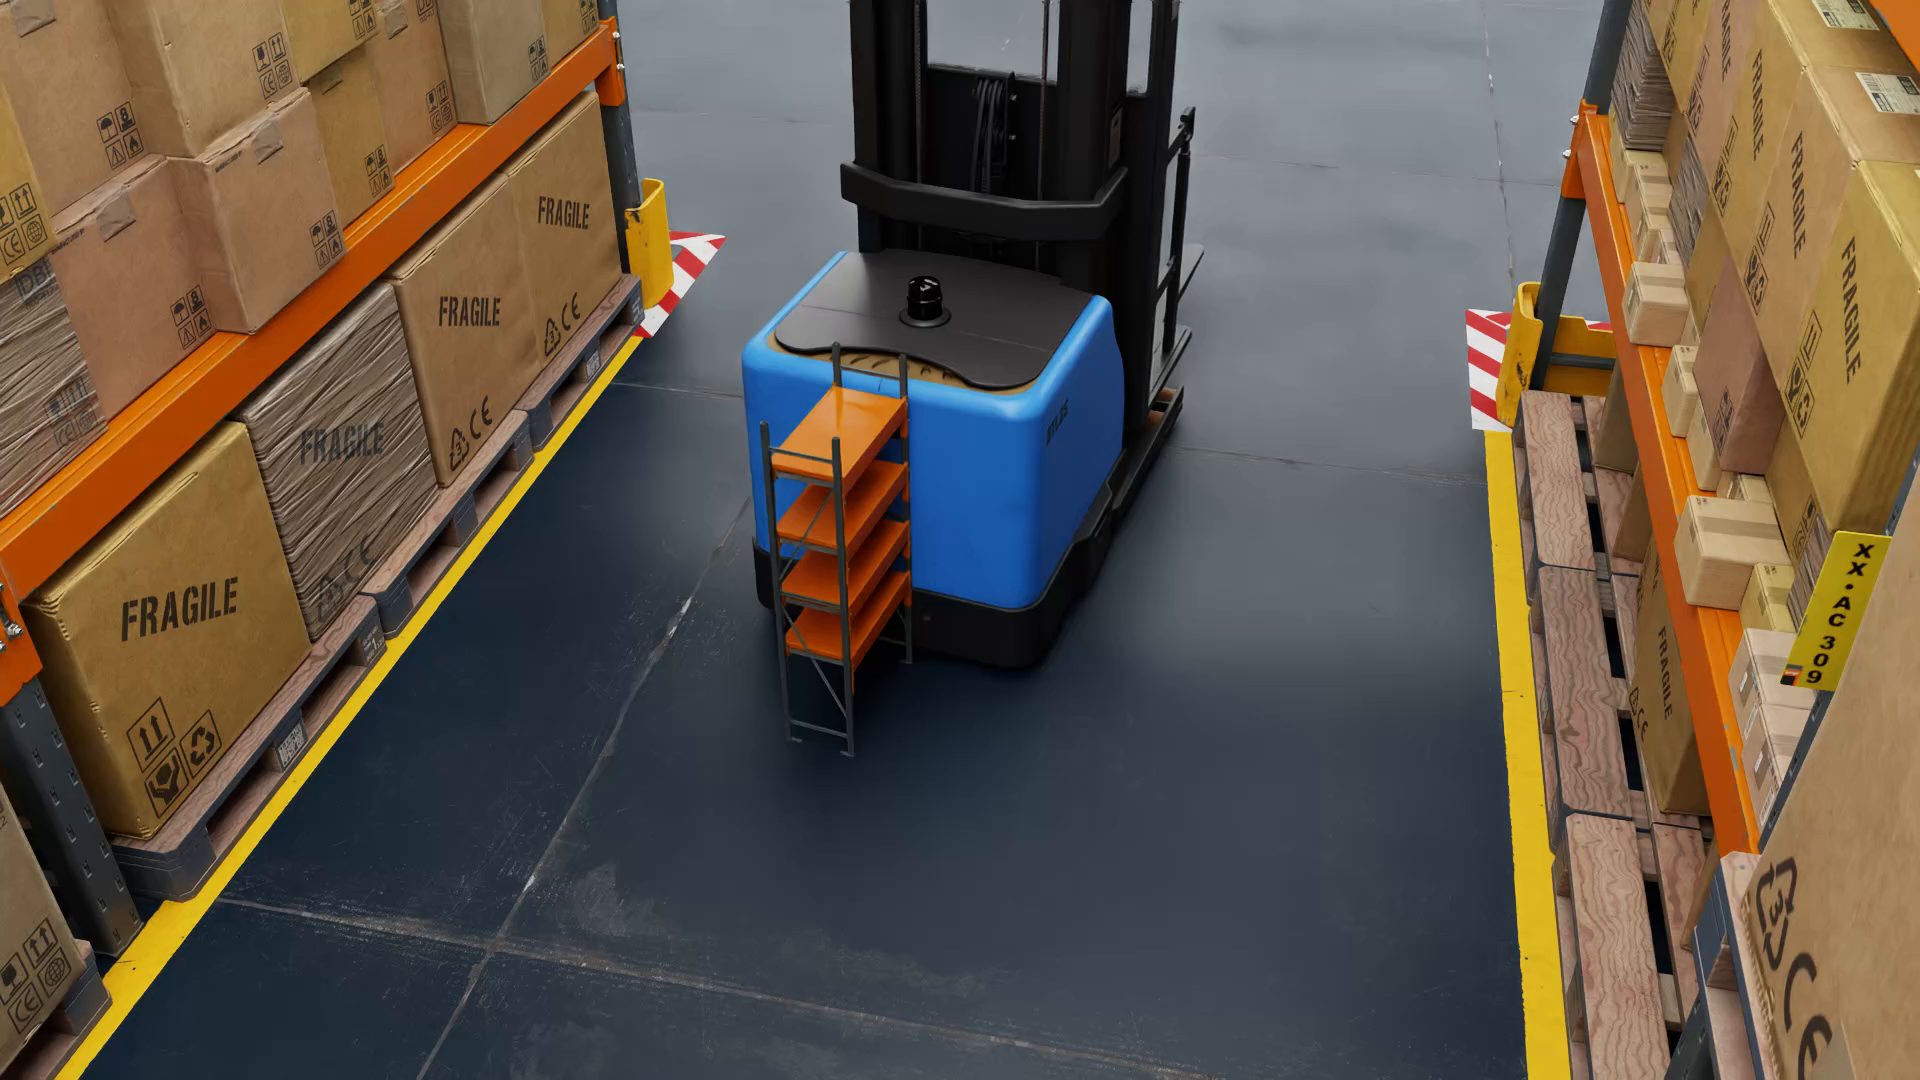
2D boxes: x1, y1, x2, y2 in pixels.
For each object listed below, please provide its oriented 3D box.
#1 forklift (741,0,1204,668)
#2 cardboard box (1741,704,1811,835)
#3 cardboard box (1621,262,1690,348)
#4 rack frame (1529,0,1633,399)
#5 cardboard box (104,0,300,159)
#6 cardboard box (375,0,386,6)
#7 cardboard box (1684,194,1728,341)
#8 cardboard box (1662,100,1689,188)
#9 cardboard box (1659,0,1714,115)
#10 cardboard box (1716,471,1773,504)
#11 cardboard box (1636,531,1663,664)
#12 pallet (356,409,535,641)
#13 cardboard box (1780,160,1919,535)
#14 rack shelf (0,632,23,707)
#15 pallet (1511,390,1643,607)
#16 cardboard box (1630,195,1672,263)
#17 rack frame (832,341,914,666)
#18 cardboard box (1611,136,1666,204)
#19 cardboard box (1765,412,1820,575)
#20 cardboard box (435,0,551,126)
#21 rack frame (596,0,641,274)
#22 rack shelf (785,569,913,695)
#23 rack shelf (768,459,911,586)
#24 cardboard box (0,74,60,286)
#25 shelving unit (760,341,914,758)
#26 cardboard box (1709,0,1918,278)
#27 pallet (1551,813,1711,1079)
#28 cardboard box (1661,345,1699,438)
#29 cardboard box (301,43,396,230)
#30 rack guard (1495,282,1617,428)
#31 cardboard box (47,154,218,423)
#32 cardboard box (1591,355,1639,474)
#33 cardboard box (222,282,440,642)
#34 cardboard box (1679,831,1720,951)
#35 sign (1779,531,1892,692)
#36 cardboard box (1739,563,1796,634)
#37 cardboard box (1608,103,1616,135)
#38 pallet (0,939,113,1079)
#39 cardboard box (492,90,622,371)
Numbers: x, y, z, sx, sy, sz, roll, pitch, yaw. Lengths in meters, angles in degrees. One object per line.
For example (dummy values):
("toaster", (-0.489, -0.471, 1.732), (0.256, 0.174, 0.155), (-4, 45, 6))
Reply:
("forklift", (0.284, -1.624, 5.994), (1.130, 2.935, 3.031), (13, 38, 17))
("cardboard box", (1.763, 0.479, 3.247), (0.380, 0.149, 0.250), (7, 37, 10))
("cardboard box", (2.149, -0.672, 4.836), (0.380, 0.149, 0.250), (7, 37, 10))
("rack frame", (2.858, -1.755, 6.116), (1.000, 3.000, 0.127), (7, 37, 10))
("cardboard box", (-2.454, -1.469, 4.673), (0.875, 0.550, 0.550), (7, 37, 10))
("cardboard box", (-2.362, -2.094, 5.536), (0.875, 0.550, 0.550), (7, 37, 10))
("cardboard box", (2.457, -0.736, 4.371), (0.875, 0.500, 0.500), (7, 37, 10))
("cardboard box", (2.724, -1.303, 5.153), (0.875, 0.500, 0.500), (7, 37, 10))
("cardboard box", (2.255, -1.467, 4.528), (0.500, 0.500, 0.500), (7, 37, 10))
("cardboard box", (2.064, -0.083, 4.022), (0.380, 0.149, 0.250), (7, 37, 10))
("cardboard box", (2.462, 0.146, 5.265), (0.500, 0.500, 0.500), (11, 37, 14))
("pallet", (-2.323, -0.140, 6.264), (1.003, 0.211, 1.213), (7, 37, 10))
("cardboard box", (1.831, -0.321, 2.945), (0.500, 0.500, 0.500), (7, 37, 10))
("rack shelf", (-3.247, 1.296, 2.519), (1.077, 0.370, 4.000), (7, 37, 10))
("pallet", (2.634, -0.121, 6.238), (1.003, 0.211, 1.213), (7, 37, 10))
("cardboard box", (2.331, -0.949, 5.218), (0.380, 0.149, 0.250), (7, 37, 10))
("rack frame", (-0.273, -0.087, 5.348), (0.240, 1.200, 0.015), (13, 38, 17))
("cardboard box", (2.424, -1.238, 5.616), (0.380, 0.149, 0.250), (7, 37, 10))
("cardboard box", (2.302, -0.156, 3.570), (0.875, 0.500, 0.500), (7, 37, 10))
("cardboard box", (-2.097, -1.959, 6.270), (0.875, 0.550, 0.550), (7, 37, 10))
("rack frame", (-1.966, -2.435, 7.054), (1.000, 3.000, 0.127), (7, 37, 10))
("rack shelf", (-0.360, 0.262, 5.319), (0.258, 0.148, 0.480), (13, 38, 17))
("rack shelf", (-0.360, -0.080, 5.071), (0.258, 0.148, 0.480), (13, 38, 17))
("cardboard box", (-2.708, -0.847, 3.815), (0.875, 0.550, 0.550), (7, 37, 10))
("shelving unit", (-0.360, 0.047, 5.163), (0.258, 1.200, 0.503), (13, 38, 17))
("cardboard box", (2.044, -0.894, 3.737), (0.500, 0.500, 0.500), (7, 37, 10))
("pallet", (2.113, 1.277, 4.308), (1.003, 0.211, 1.213), (7, 37, 10))
("cardboard box", (2.097, -0.379, 4.431), (0.380, 0.149, 0.250), (7, 37, 10))
("cardboard box", (-2.412, -1.345, 5.422), (0.875, 0.550, 0.500), (7, 37, 10))
("rack guard", (2.842, -0.700, 6.789), (1.175, 0.500, 0.348), (7, 37, 10))
("cardboard box", (-2.658, -0.734, 4.579), (0.875, 0.550, 0.550), (7, 37, 10))
("cardboard box", (2.709, -0.557, 6.235), (0.500, 0.500, 0.500), (14, 38, 19))
("cardboard box", (-2.429, -0.321, 5.589), (0.875, 0.875, 0.875), (8, 37, 10))
("cardboard box", (2.243, 0.826, 4.326), (0.500, 0.500, 0.500), (19, 40, 24))
("sign", (1.472, 0.124, 2.786), (0.100, 0.325, 0.005), (7, 37, 10))
("cardboard box", (1.937, 0.201, 3.630), (0.380, 0.149, 0.250), (7, 37, 10))
("cardboard box", (2.564, -1.520, 6.006), (0.380, 0.149, 0.250), (7, 37, 10))
("pallet", (-2.911, 1.439, 4.085), (1.003, 0.211, 1.213), (7, 37, 10))
("cardboard box", (-2.046, -1.348, 7.006), (0.875, 0.875, 0.875), (8, 37, 10))
